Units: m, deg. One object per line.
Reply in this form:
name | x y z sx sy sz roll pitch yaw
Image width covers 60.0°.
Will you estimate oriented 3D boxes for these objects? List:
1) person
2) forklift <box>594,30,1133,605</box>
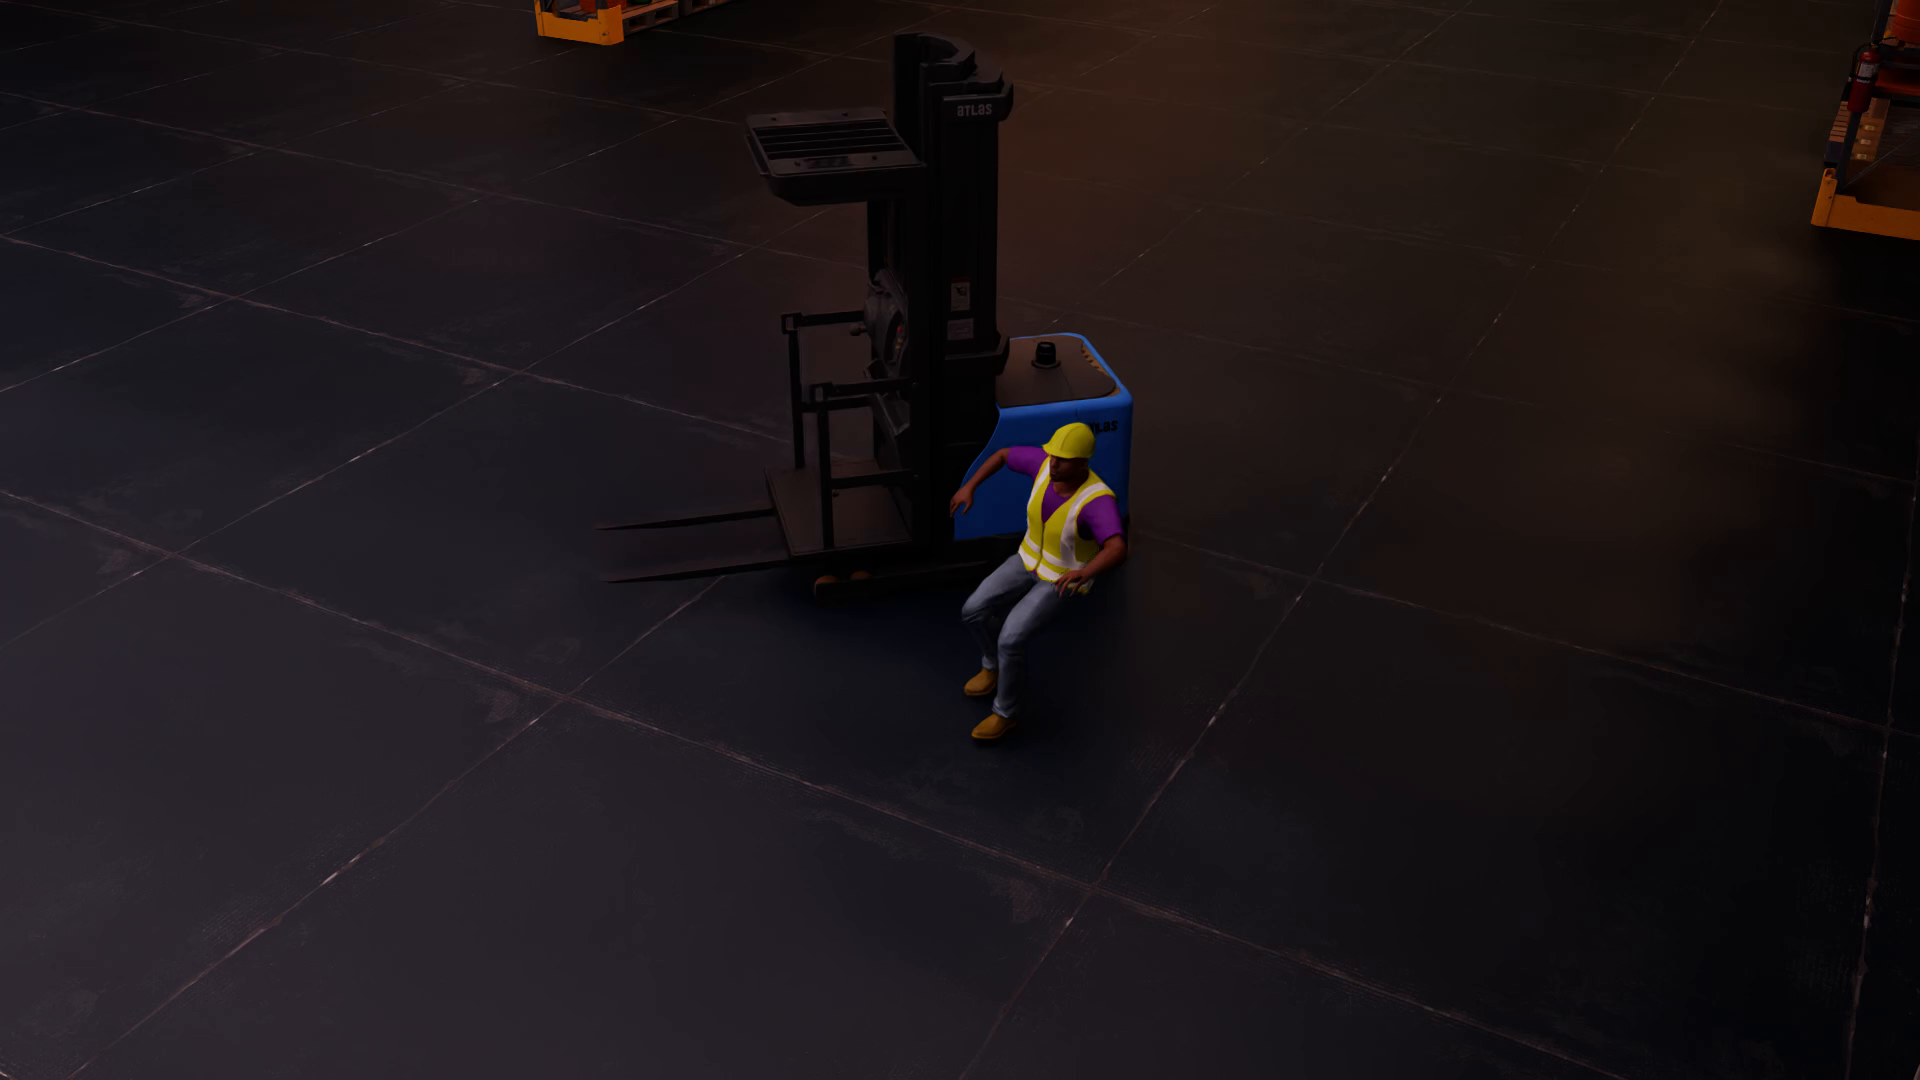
person | 0.297 0.171 8.188 1.126 1.534 0.892 25 38 36
forklift | -0.592 -1.193 9.138 3.031 2.935 1.130 -7 31 -12
